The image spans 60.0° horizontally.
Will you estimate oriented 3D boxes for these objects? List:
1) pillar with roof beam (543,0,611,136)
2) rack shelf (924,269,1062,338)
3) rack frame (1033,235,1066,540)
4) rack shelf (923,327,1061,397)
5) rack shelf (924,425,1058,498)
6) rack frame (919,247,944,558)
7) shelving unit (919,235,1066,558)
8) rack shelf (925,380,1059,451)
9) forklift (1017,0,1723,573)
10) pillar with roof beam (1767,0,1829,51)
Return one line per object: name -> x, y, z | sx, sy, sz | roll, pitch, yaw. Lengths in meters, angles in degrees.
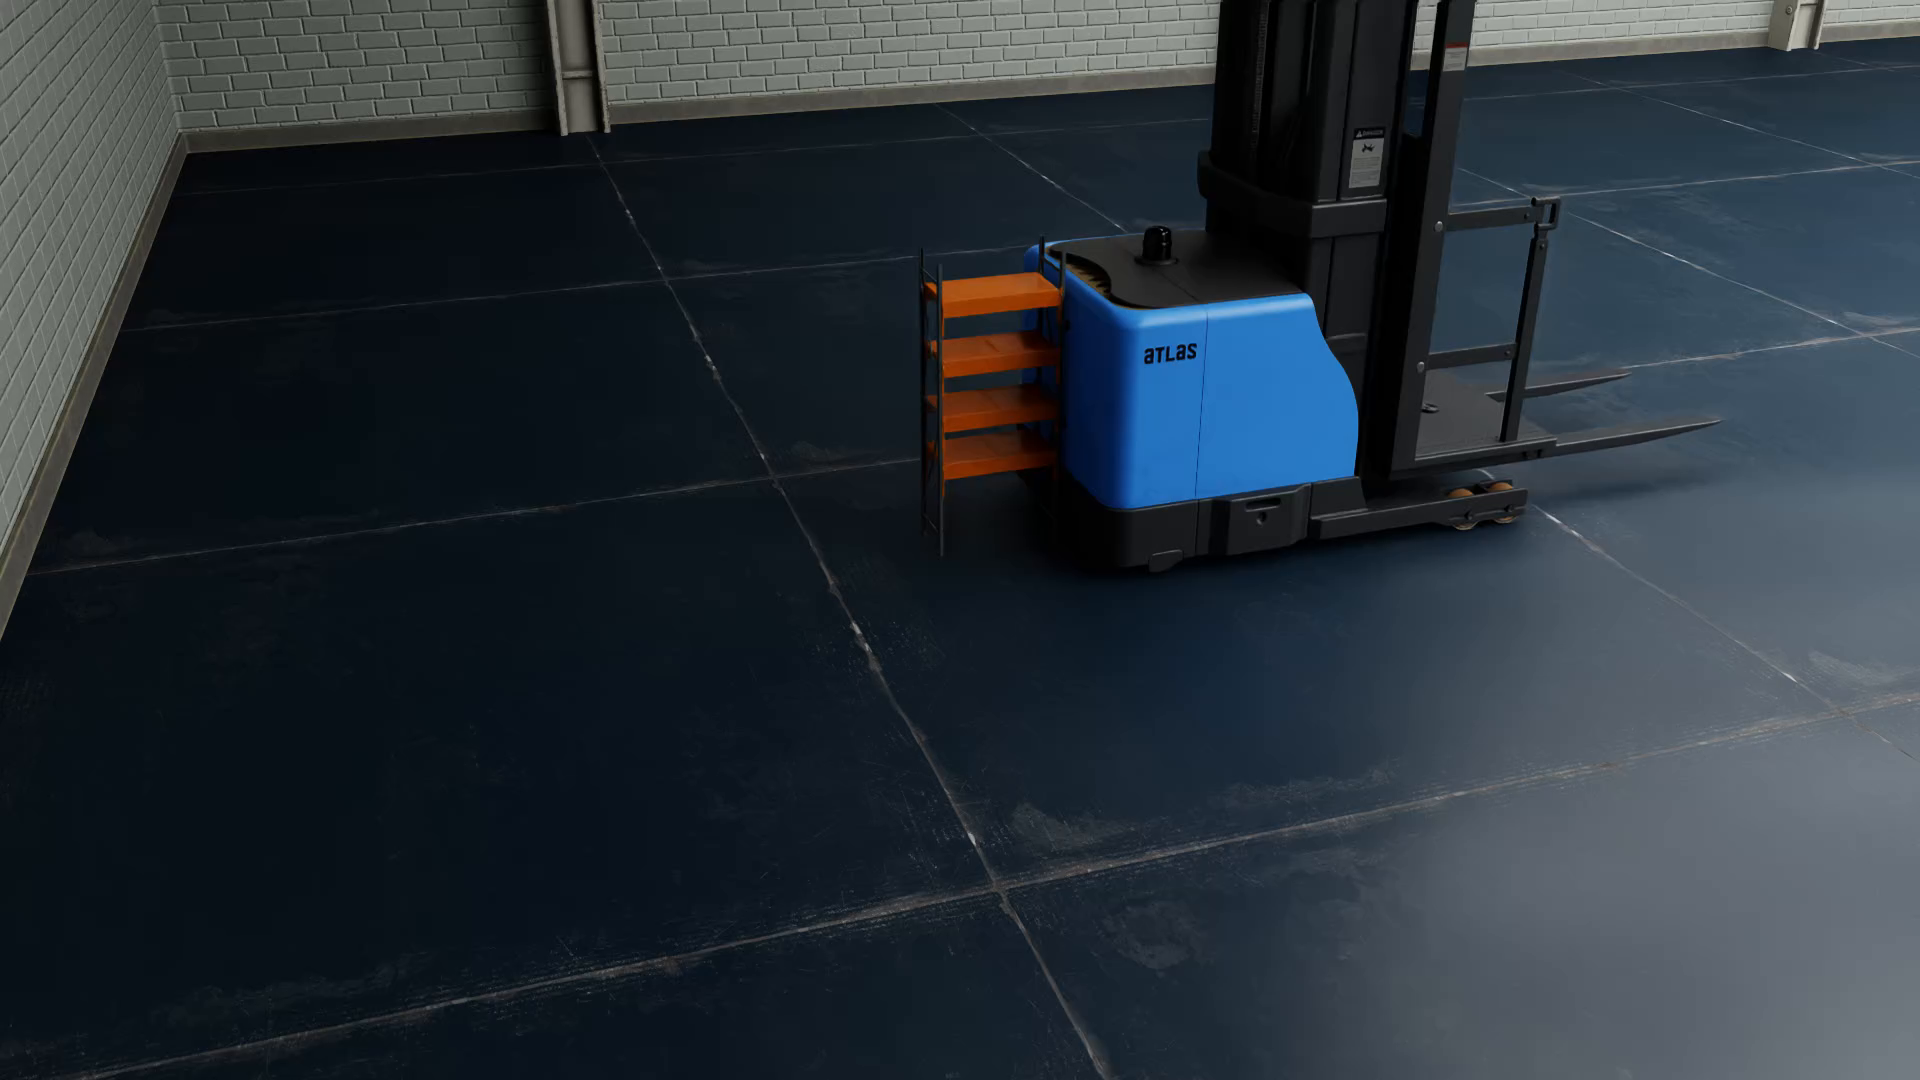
pillar with roof beam -> -1.705, -5.521, 7.751 | 0.400, 9.000, 9.100 | -8, 28, -16
rack shelf -> 0.120, -0.906, 6.341 | 0.480, 0.148, 0.258 | -9, 28, -17
rack frame -> 0.351, -0.588, 6.586 | 0.015, 1.200, 0.240 | -9, 28, -17
rack shelf -> 0.120, -0.694, 6.446 | 0.480, 0.148, 0.258 | -9, 28, -17
rack shelf -> 0.120, -0.315, 6.634 | 0.480, 0.148, 0.258 | -9, 28, -17
rack frame -> -0.111, -0.519, 6.446 | 0.015, 1.200, 0.240 | -9, 28, -17
shelving unit -> 0.120, -0.554, 6.516 | 0.503, 1.200, 0.258 | -9, 28, -17
rack shelf -> 0.120, -0.493, 6.546 | 0.480, 0.148, 0.258 | -9, 28, -17
forklift -> 1.819, -1.566, 6.608 | 3.031, 2.935, 1.130 | -9, 28, -17
pillar with roof beam -> 9.705, -7.173, 11.079 | 0.400, 9.000, 9.100 | -8, 28, -16
